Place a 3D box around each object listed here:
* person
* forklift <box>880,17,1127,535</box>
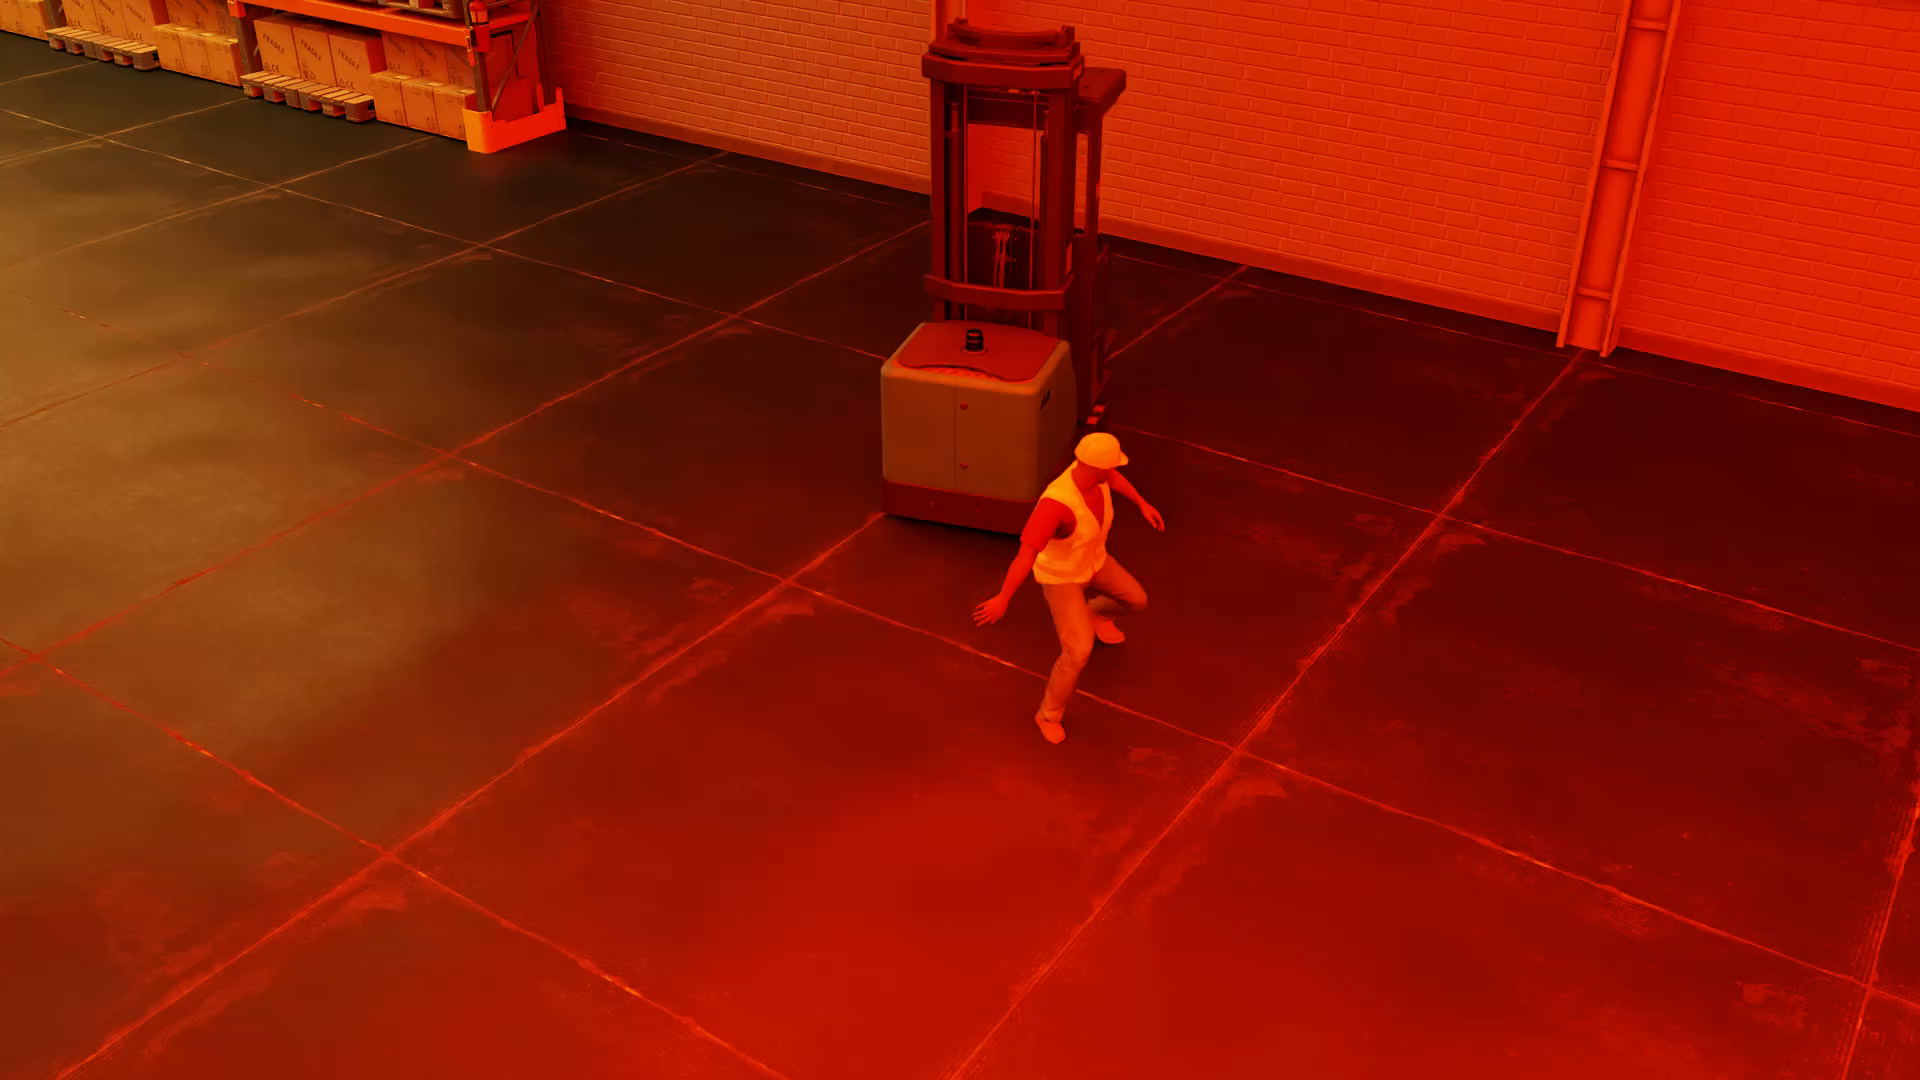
[{"bbox_3d":[0.588,0.185,8.649,0.533,1.659,1.227,22,37,33],"label":"person"},{"bbox_3d":[0.432,-2.024,11.067,1.130,2.935,3.031,9,31,15],"label":"forklift"}]
